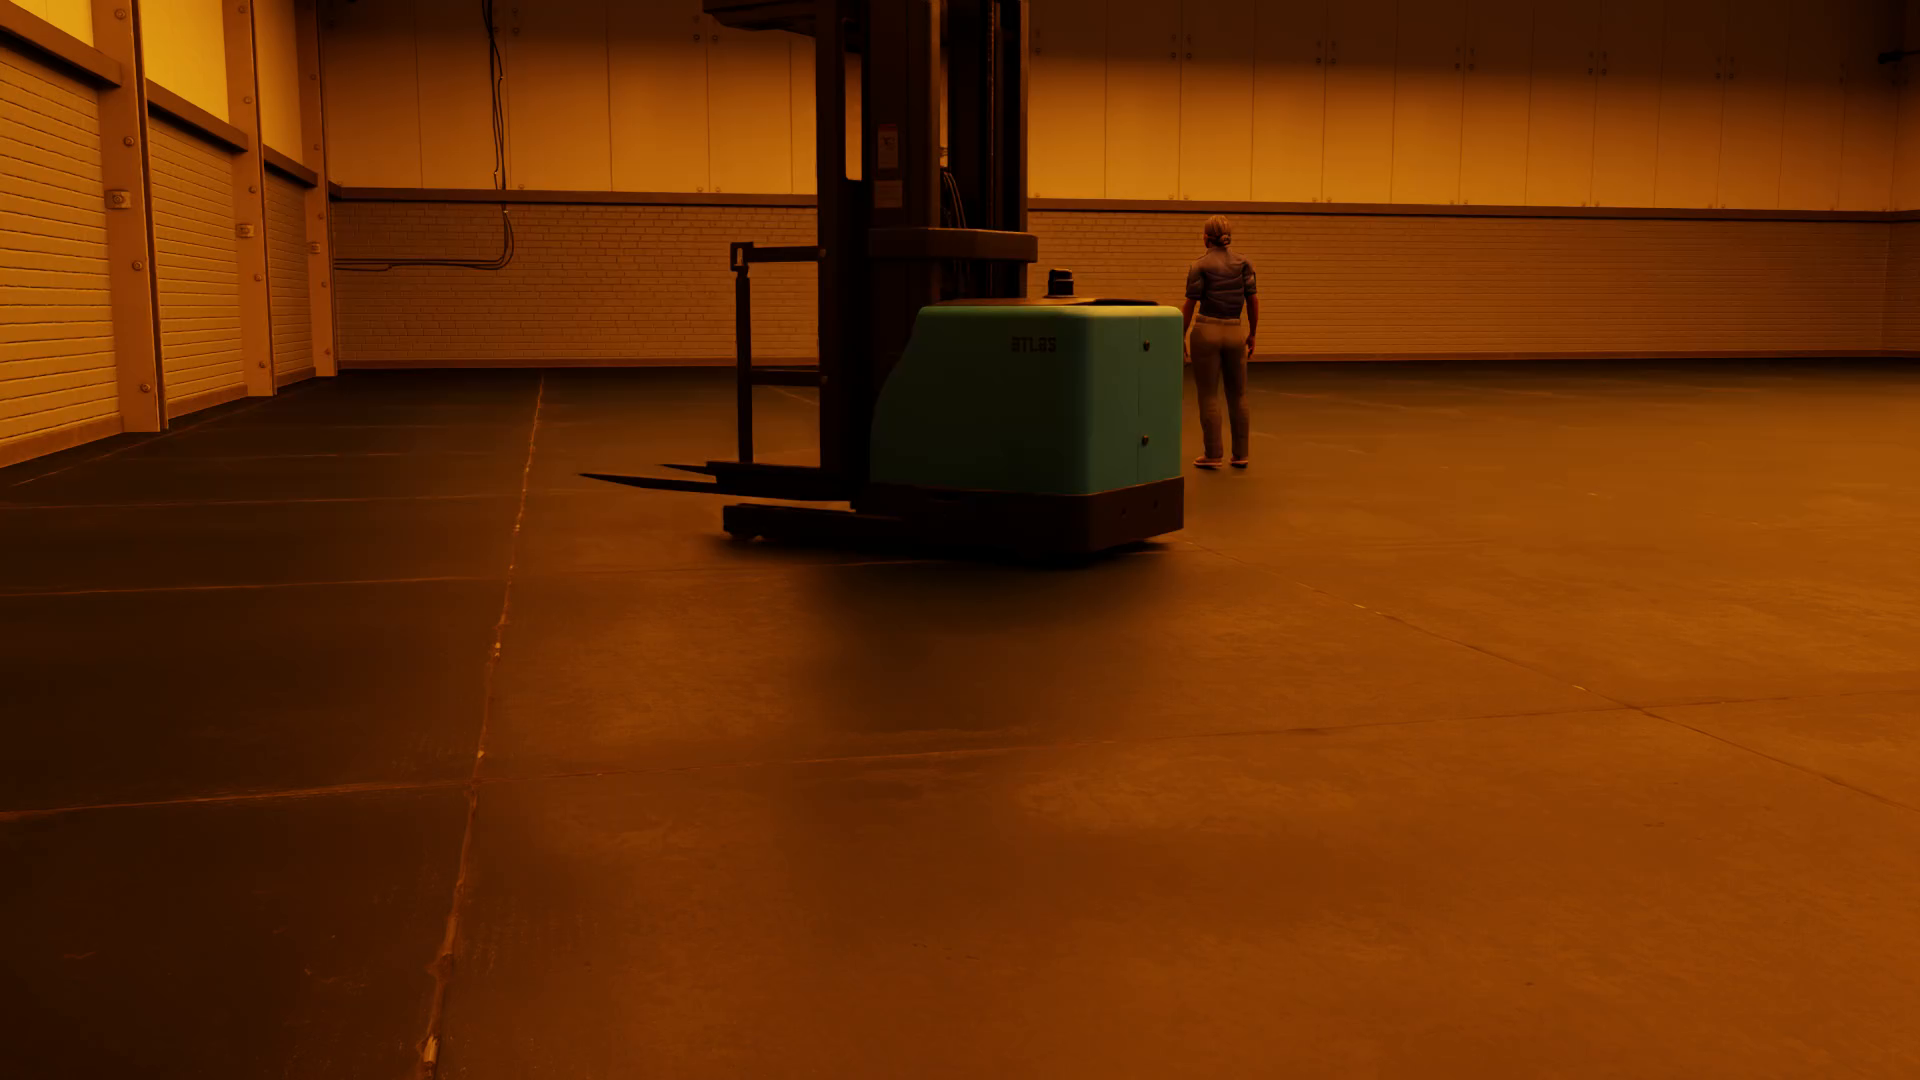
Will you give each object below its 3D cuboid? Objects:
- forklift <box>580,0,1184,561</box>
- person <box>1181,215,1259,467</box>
[{"bbox_3d":[-0.498,-1.493,7.801,3.031,2.935,1.130,5,9,33],"label":"forklift"},{"bbox_3d":[1.704,-1.310,11.045,0.570,1.654,0.504,-1,8,-9],"label":"person"}]
